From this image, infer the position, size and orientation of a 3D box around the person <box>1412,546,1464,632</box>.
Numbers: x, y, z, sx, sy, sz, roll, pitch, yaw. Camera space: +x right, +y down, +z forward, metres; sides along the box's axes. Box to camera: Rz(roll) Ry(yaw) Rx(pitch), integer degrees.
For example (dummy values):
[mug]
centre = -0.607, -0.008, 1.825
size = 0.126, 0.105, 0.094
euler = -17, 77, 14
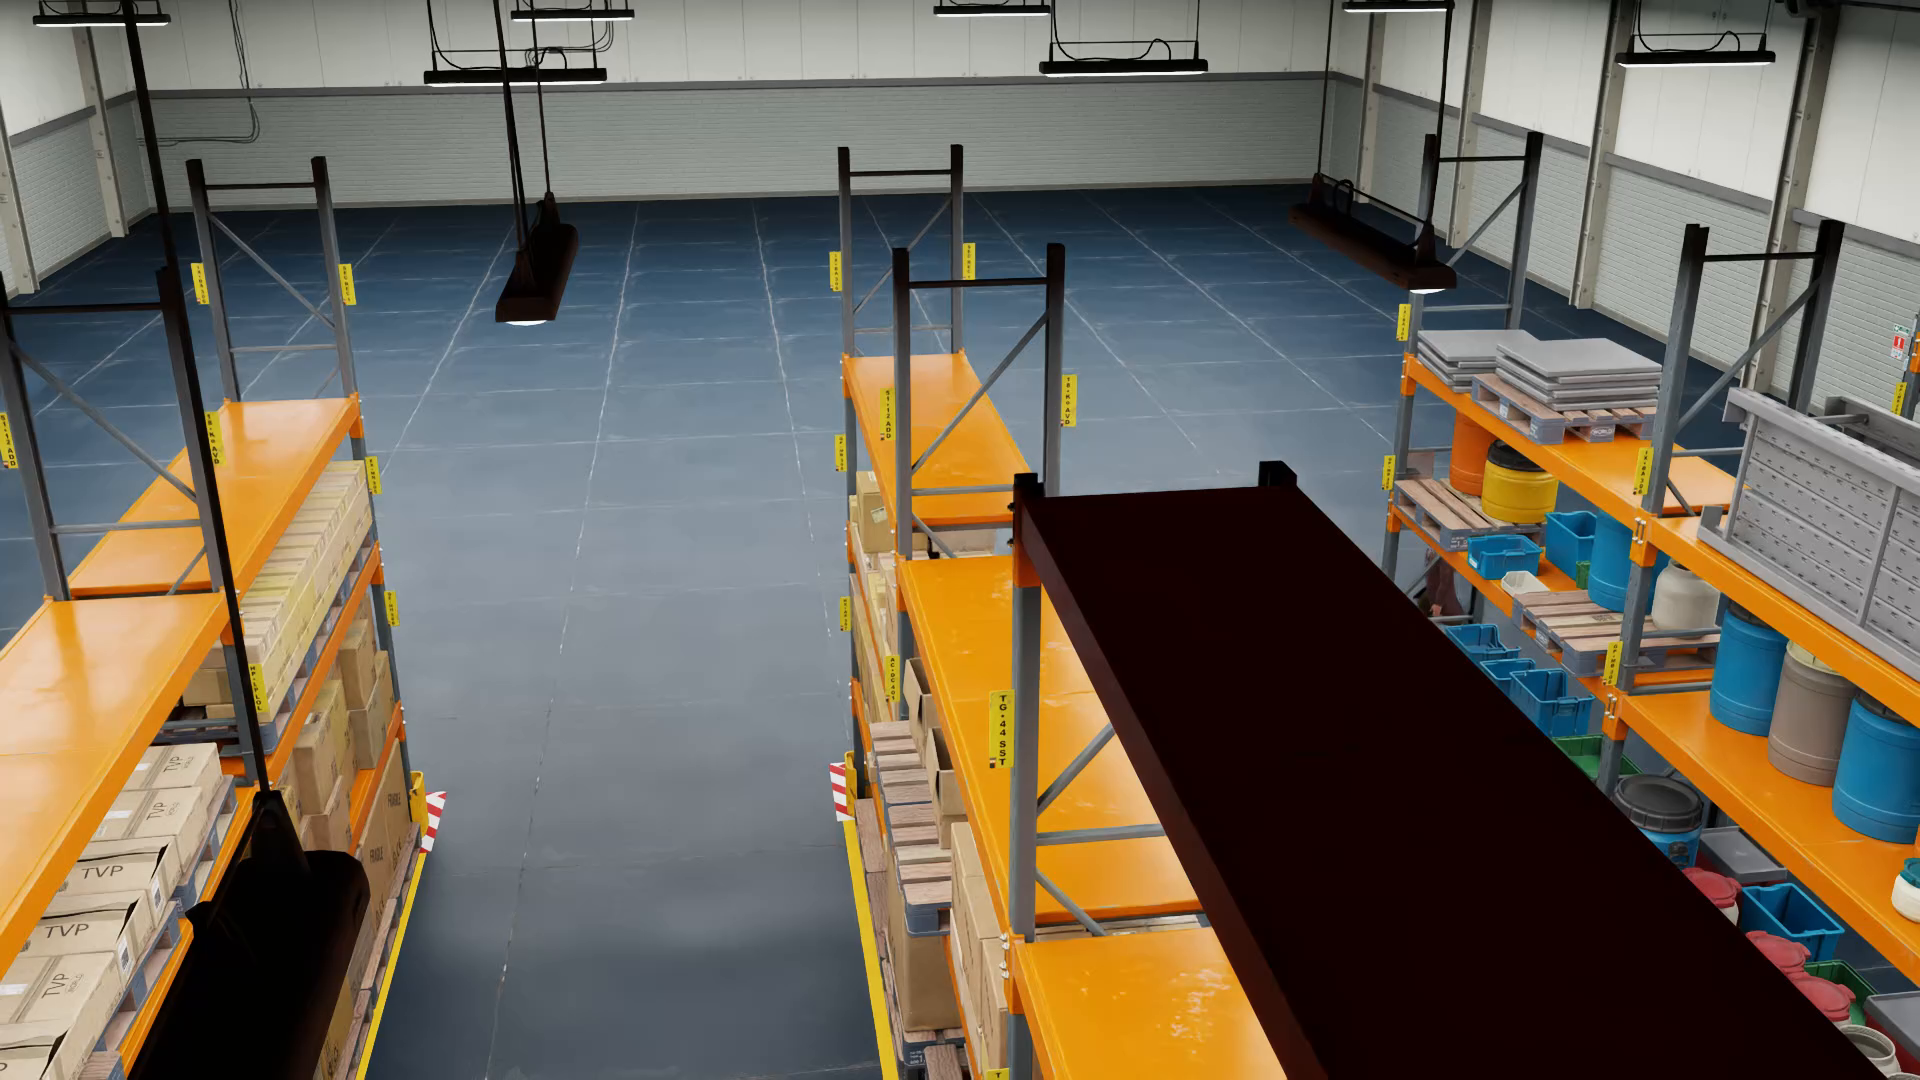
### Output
[person]
centre = 5.163, 0.582, 17.848
size = 1.211, 1.717, 0.611
euler = 4, 22, 11
